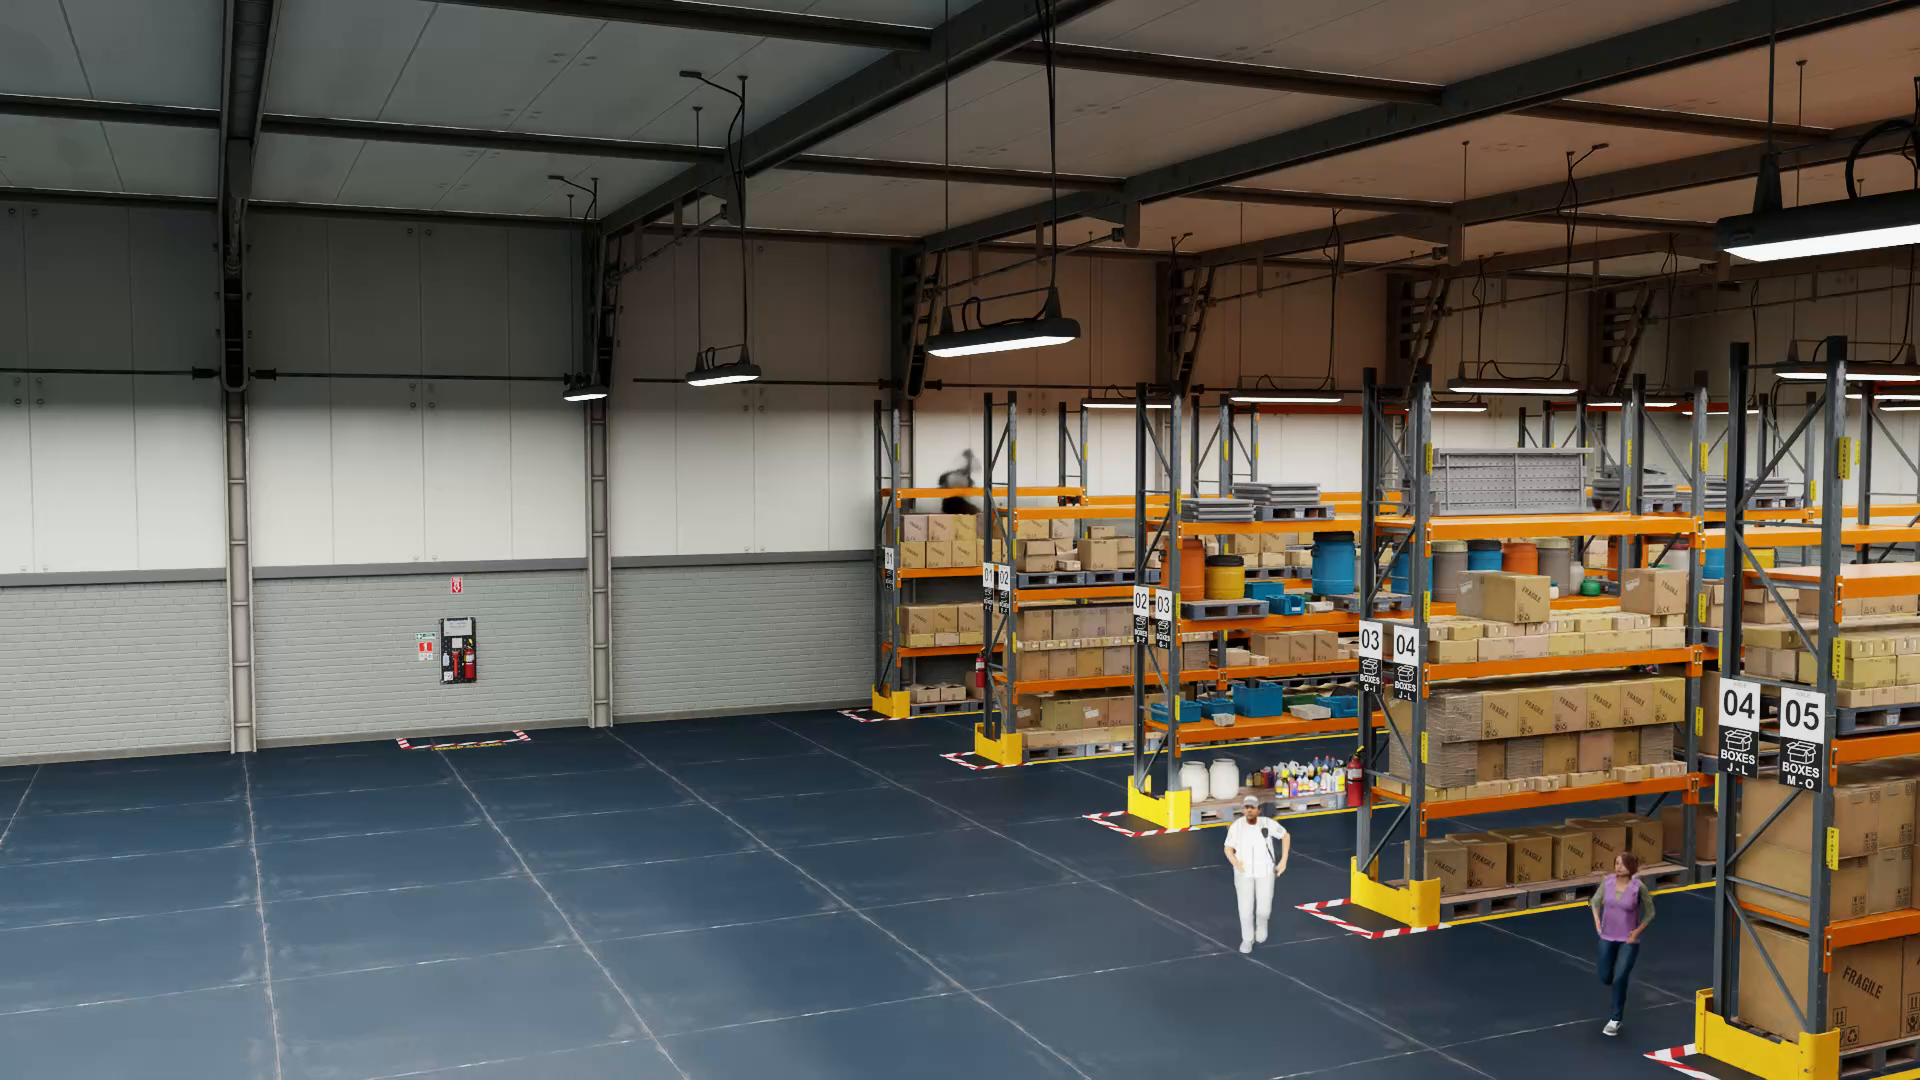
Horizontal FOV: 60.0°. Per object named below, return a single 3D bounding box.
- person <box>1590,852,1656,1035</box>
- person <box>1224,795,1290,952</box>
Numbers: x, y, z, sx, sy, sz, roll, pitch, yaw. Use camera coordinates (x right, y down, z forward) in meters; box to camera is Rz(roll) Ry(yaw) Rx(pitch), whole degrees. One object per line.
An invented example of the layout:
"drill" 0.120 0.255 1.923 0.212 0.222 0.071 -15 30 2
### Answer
"person" 5.849 3.532 14.717 0.550 1.578 0.643 3 4 38
"person" 2.982 3.380 16.763 0.638 1.627 0.674 1 3 16
